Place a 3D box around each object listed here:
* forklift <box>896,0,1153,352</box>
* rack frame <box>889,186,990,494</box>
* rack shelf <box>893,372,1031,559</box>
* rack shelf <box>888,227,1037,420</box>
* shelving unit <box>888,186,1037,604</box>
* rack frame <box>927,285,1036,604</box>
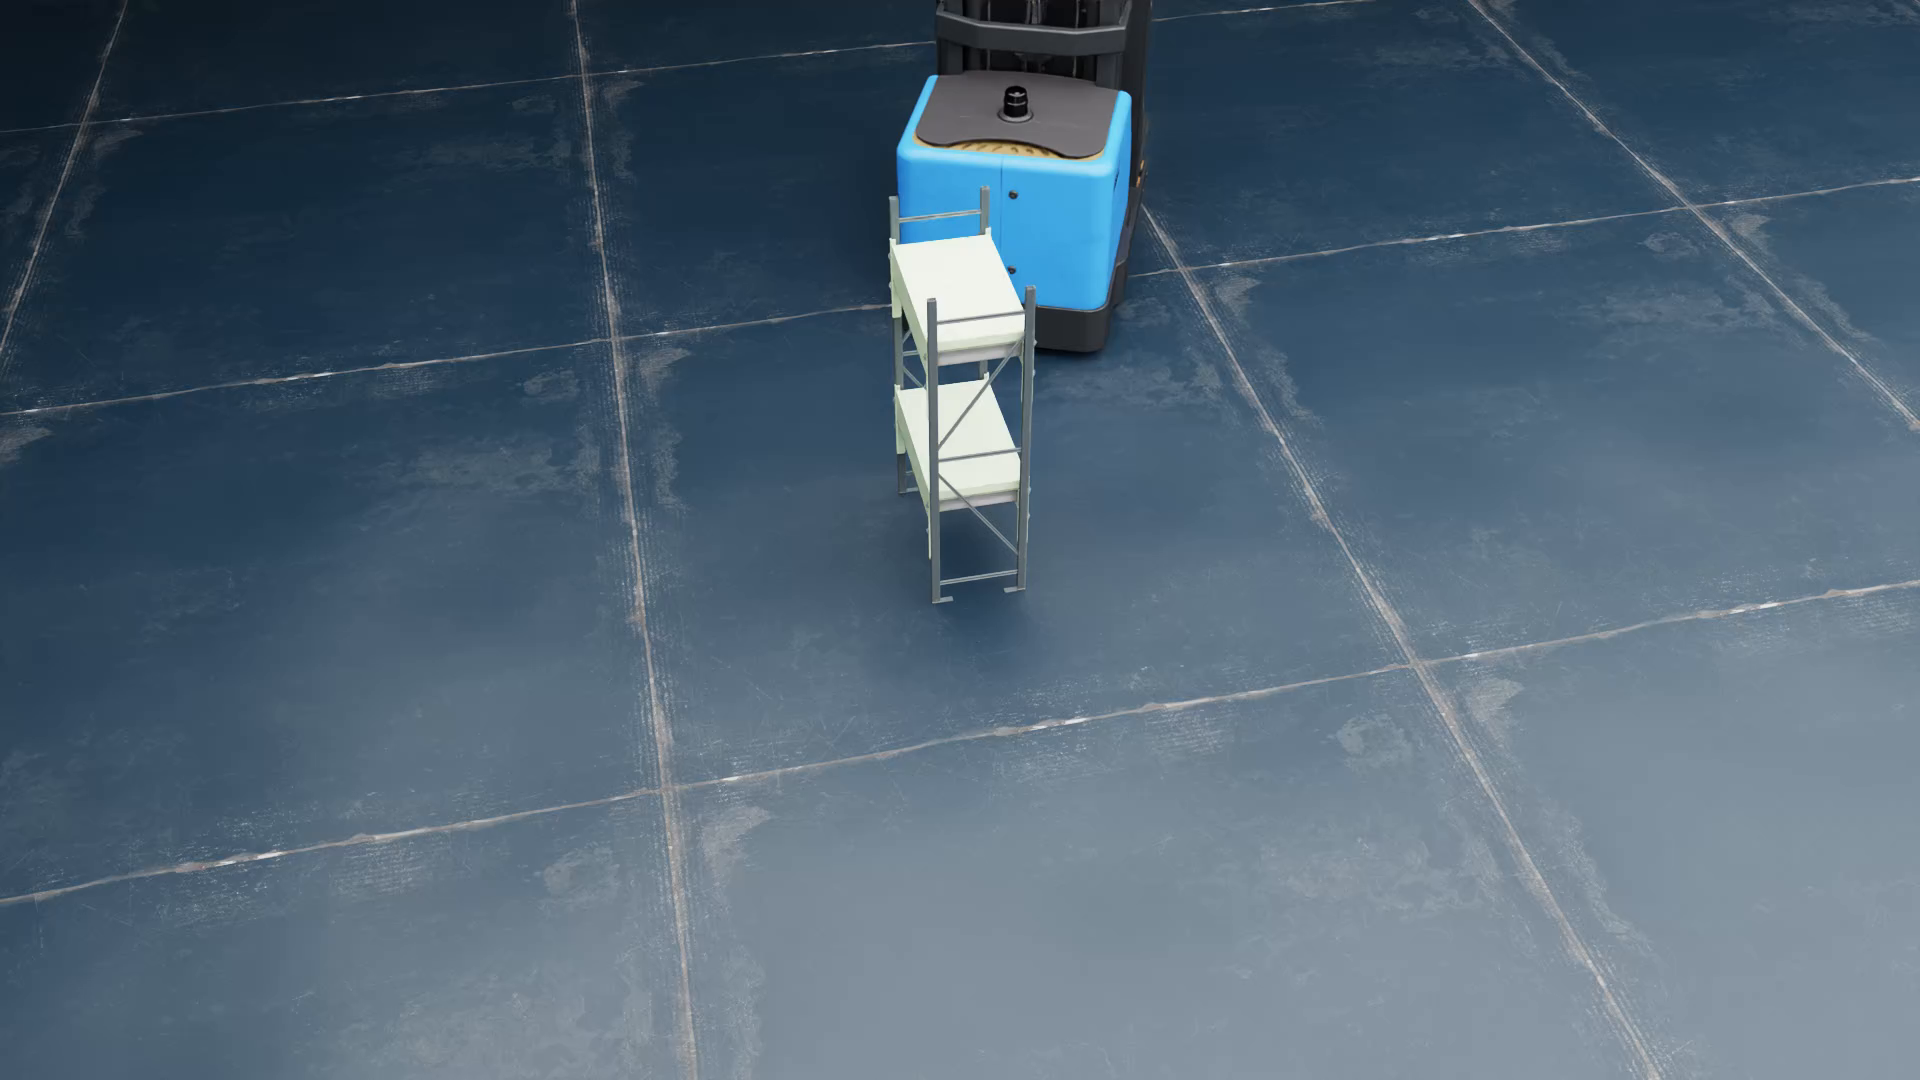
[{"bbox_3d":[0.466,-3.006,8.428,1.130,2.935,3.031,7,42,8],"label":"forklift"},{"bbox_3d":[-0.080,-0.802,7.024,0.400,1.500,0.023,-8,42,-9],"label":"rack frame"},{"bbox_3d":[-0.001,-0.321,6.973,0.431,0.370,0.720,-8,42,-9],"label":"rack shelf"},{"bbox_3d":[-0.001,-0.857,6.498,0.431,0.370,0.720,-8,42,-9],"label":"rack shelf"},{"bbox_3d":[-0.001,-0.565,6.757,0.431,1.500,0.755,-8,42,-9],"label":"shelving unit"},{"bbox_3d":[0.078,-0.328,6.490,0.400,1.500,0.023,-8,42,-9],"label":"rack frame"}]
